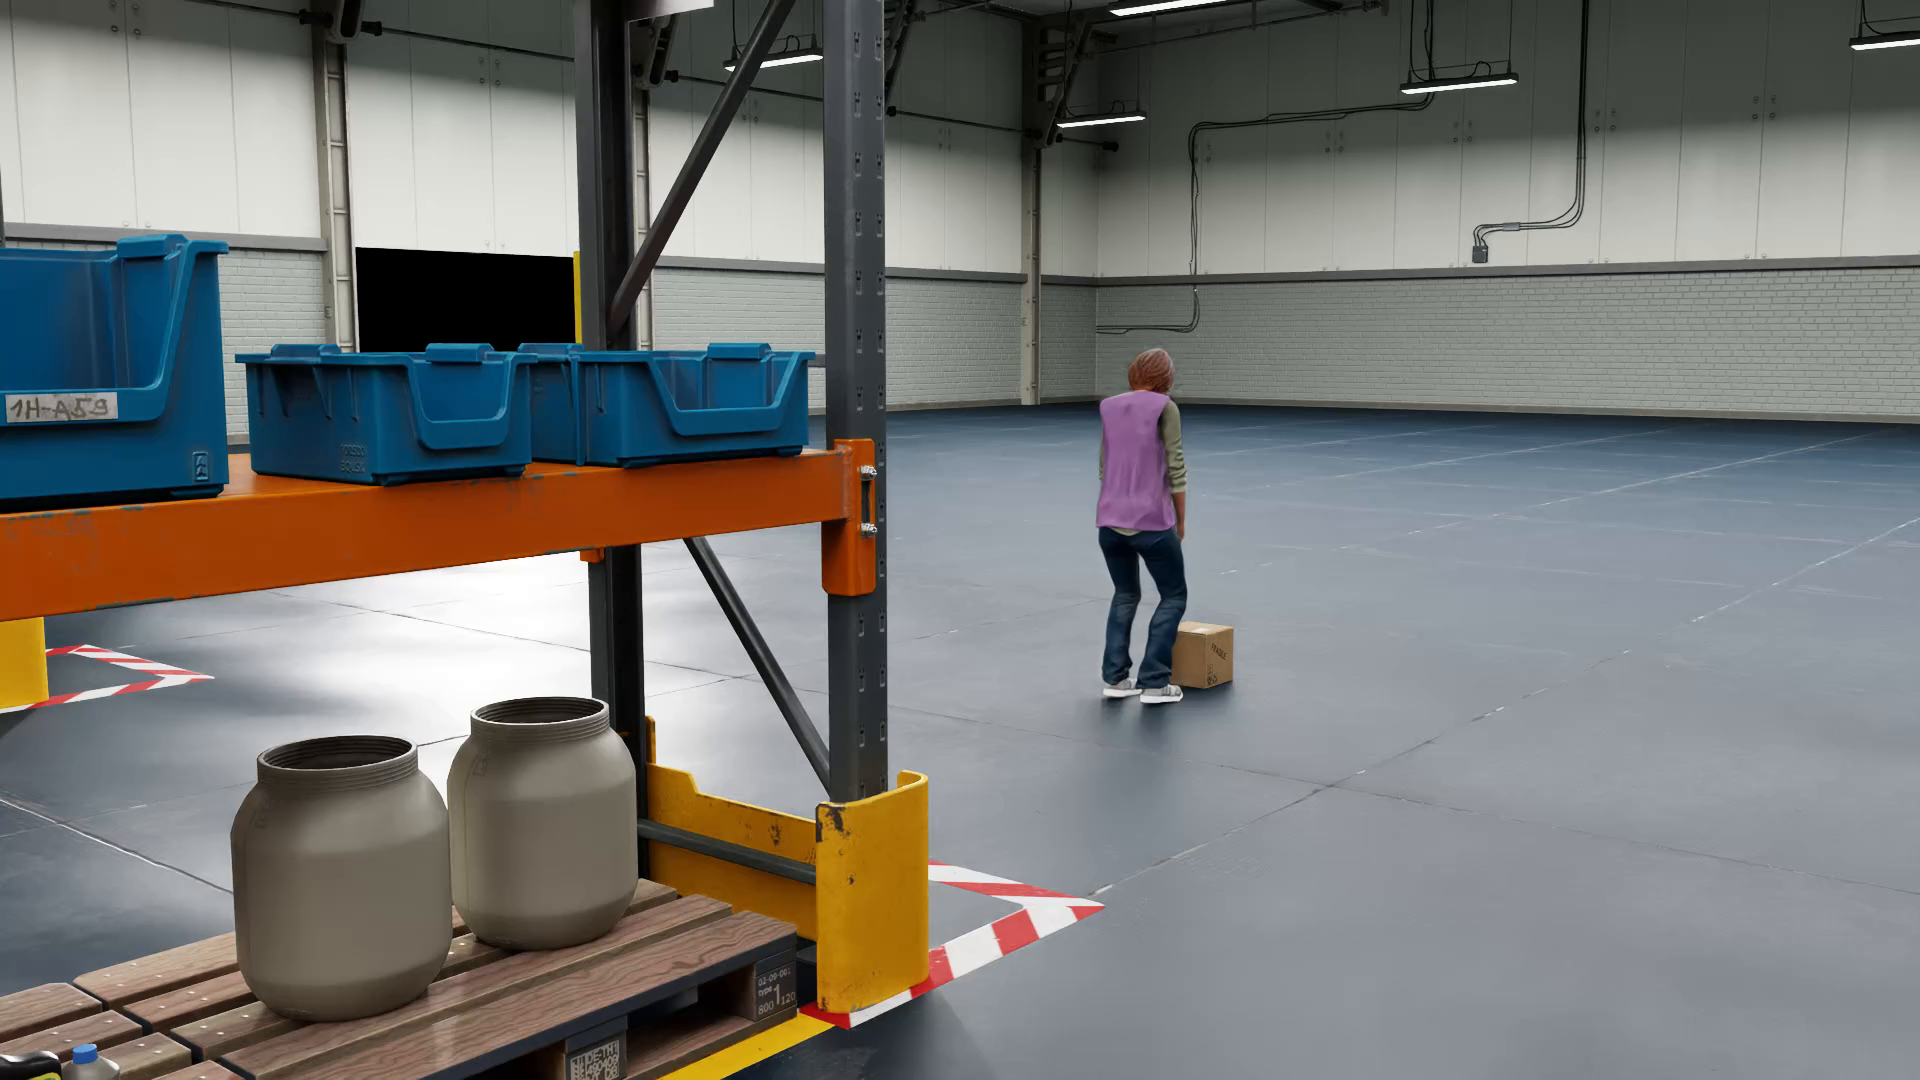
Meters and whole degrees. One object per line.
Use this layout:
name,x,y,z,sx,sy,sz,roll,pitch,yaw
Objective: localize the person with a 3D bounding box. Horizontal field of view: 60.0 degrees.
person,0.772,-0.060,7.200,0.437,1.526,0.437,6,9,40
